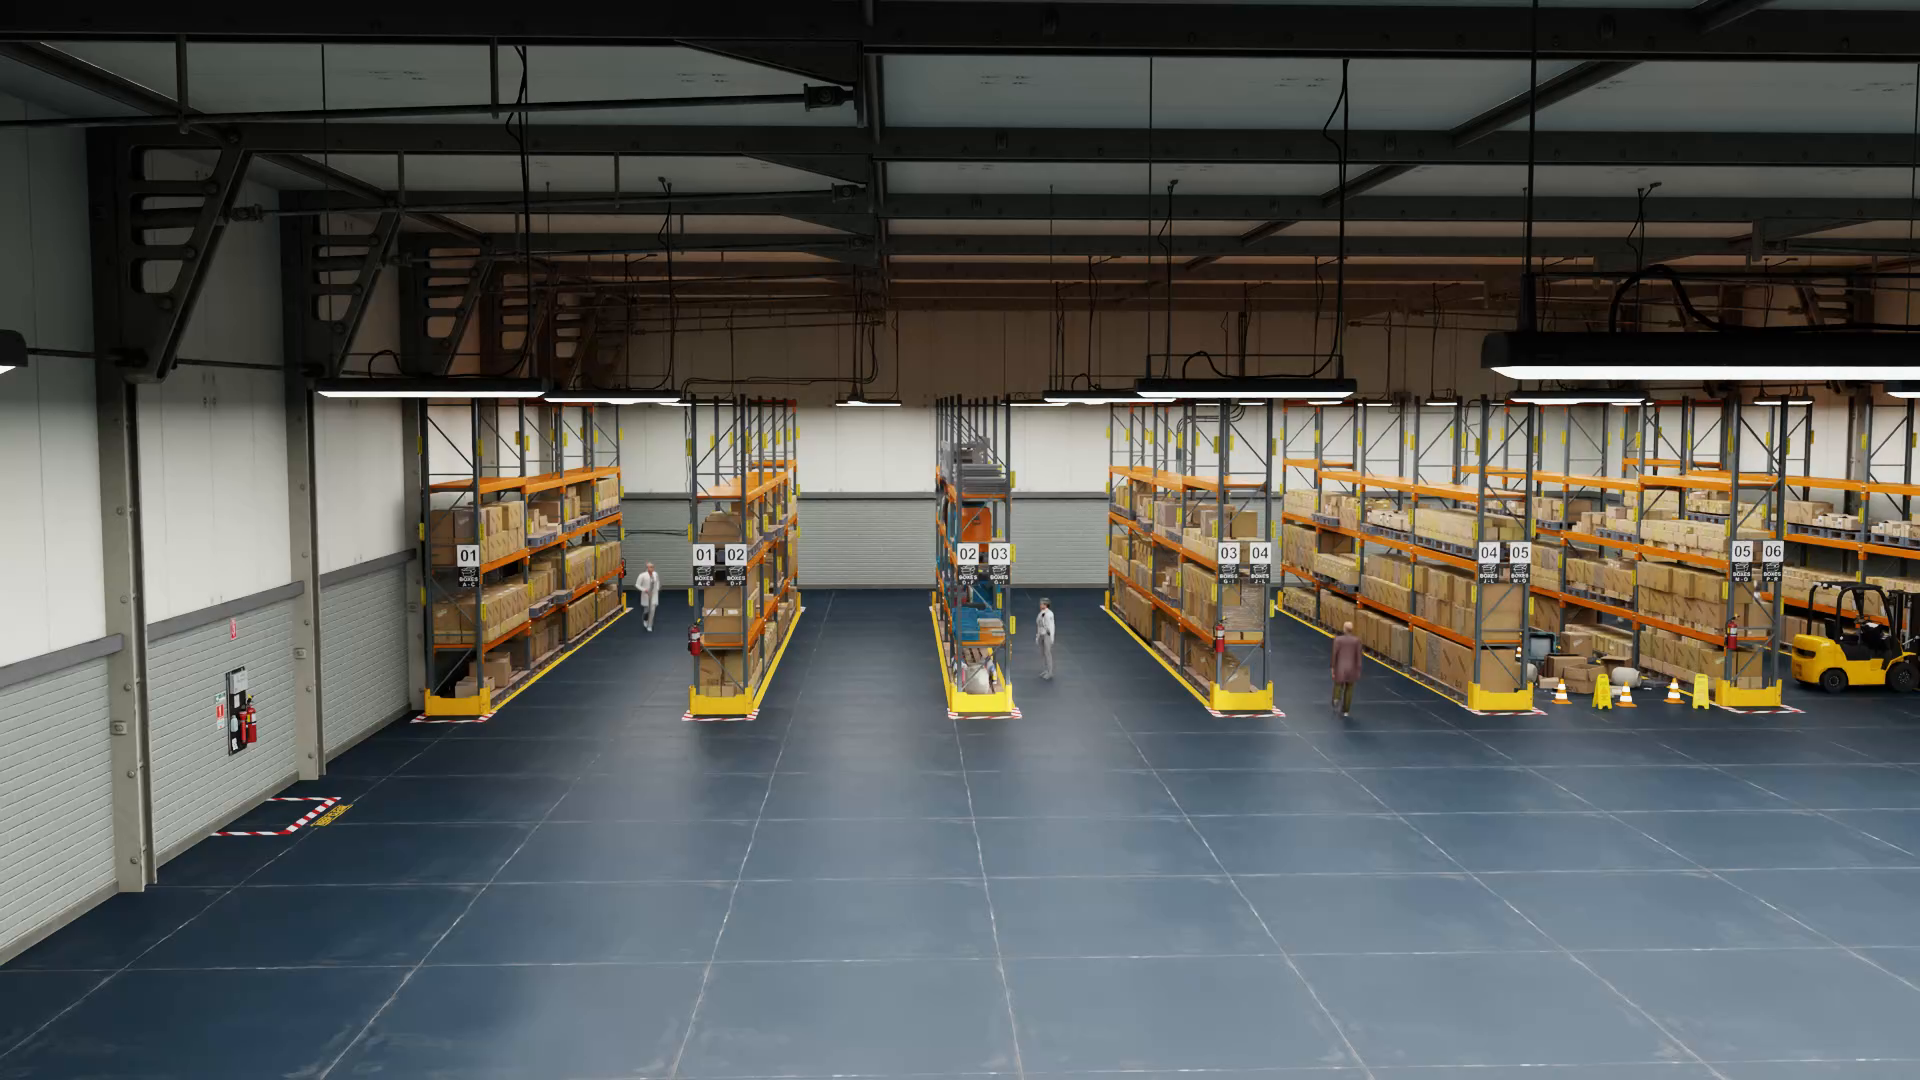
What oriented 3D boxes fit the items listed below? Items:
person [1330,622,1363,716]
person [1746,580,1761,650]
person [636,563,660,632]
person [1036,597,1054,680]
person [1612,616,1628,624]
[{"bbox_3d":[7.156,2.399,30.830,0.570,1.764,0.664,2,5,28],"label":"person"},{"bbox_3d":[18.266,1.814,38.470,0.651,1.798,0.692,-1,5,-14],"label":"person"},{"bbox_3d":[-8.091,1.465,43.110,0.670,1.756,0.807,-2,5,-20],"label":"person"},{"bbox_3d":[1.815,2.086,35.517,0.380,1.712,0.590,-2,5,-26],"label":"person"},{"bbox_3d":[17.651,1.338,44.320,0.499,1.792,0.597,2,5,19],"label":"person"}]
